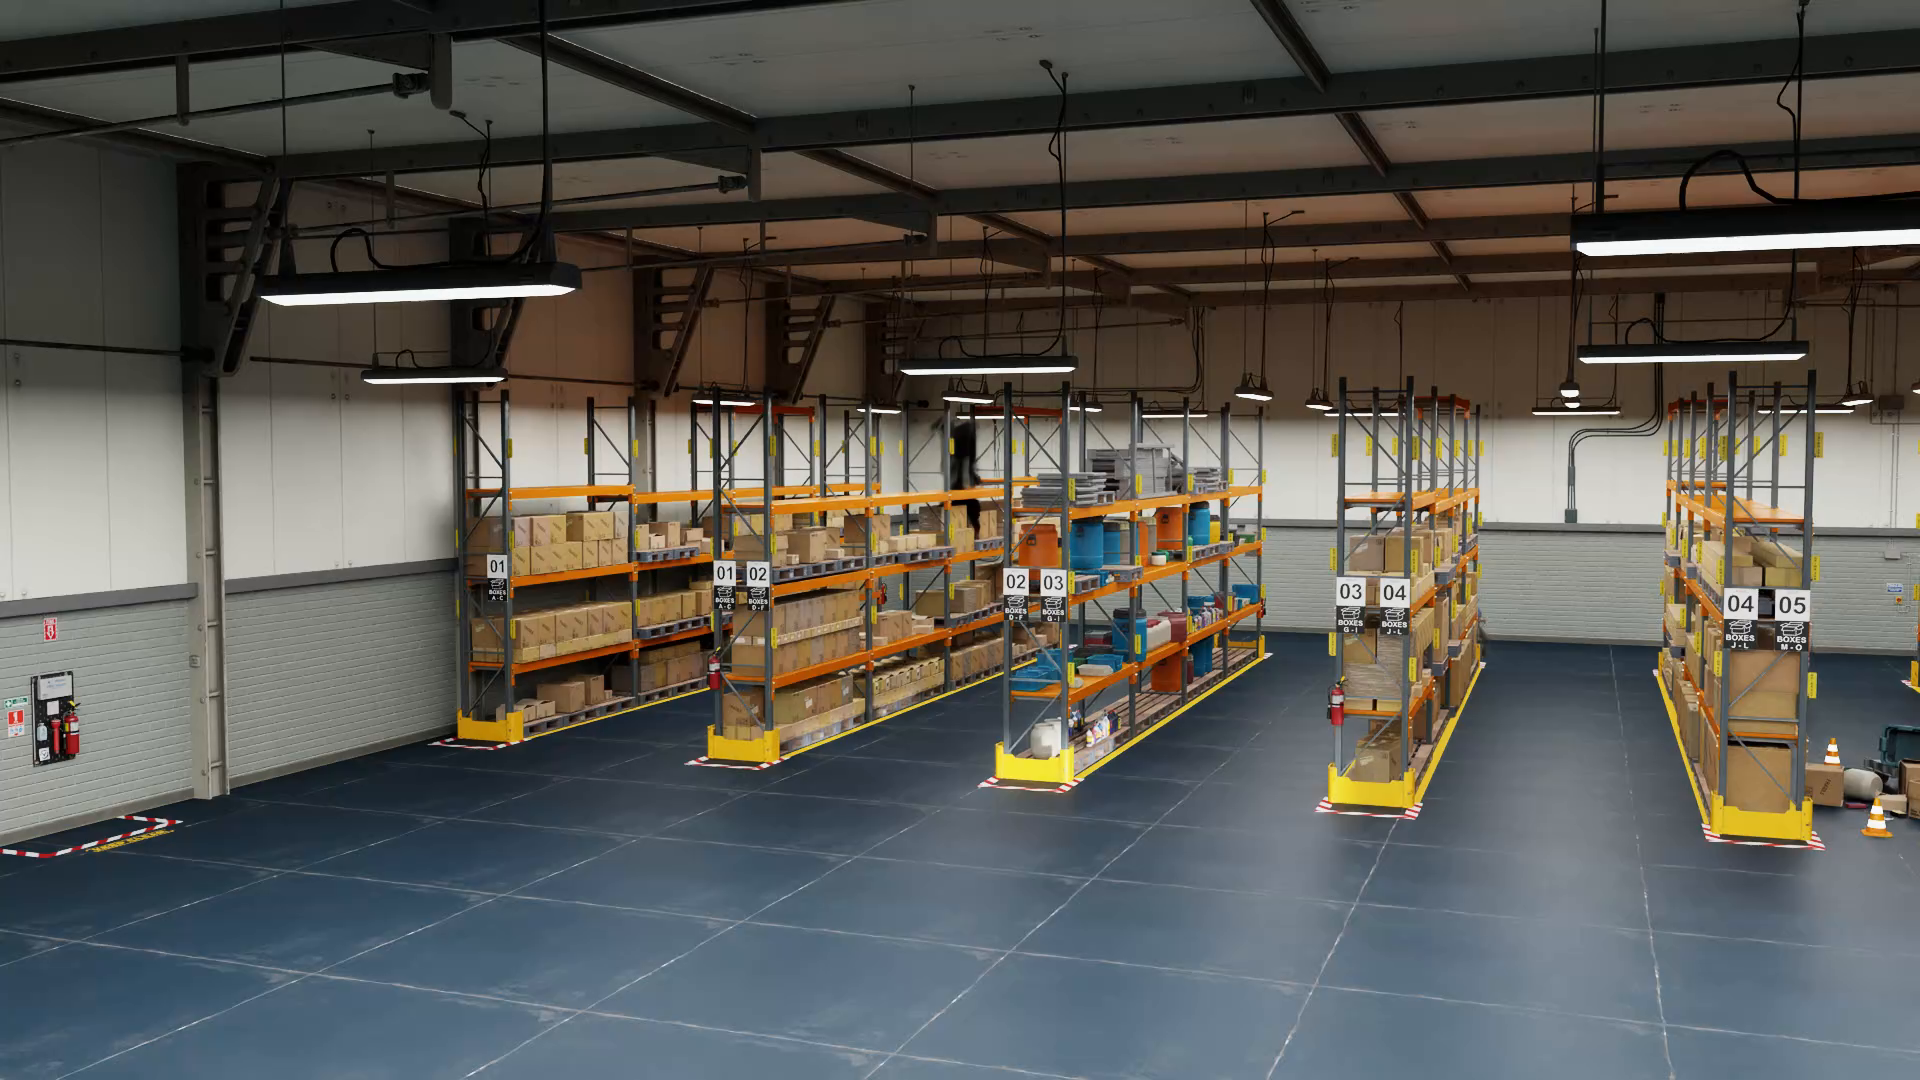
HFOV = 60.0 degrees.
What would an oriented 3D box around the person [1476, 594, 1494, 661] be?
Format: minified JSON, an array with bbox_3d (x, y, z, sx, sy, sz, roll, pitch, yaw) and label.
[{"bbox_3d":[12.199,2.085,39.143,0.798,1.658,0.583,1,3,16],"label":"person"}]

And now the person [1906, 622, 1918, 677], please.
[{"bbox_3d":[20.972,2.131,36.094,0.799,1.801,0.713,3,4,41],"label":"person"}]
